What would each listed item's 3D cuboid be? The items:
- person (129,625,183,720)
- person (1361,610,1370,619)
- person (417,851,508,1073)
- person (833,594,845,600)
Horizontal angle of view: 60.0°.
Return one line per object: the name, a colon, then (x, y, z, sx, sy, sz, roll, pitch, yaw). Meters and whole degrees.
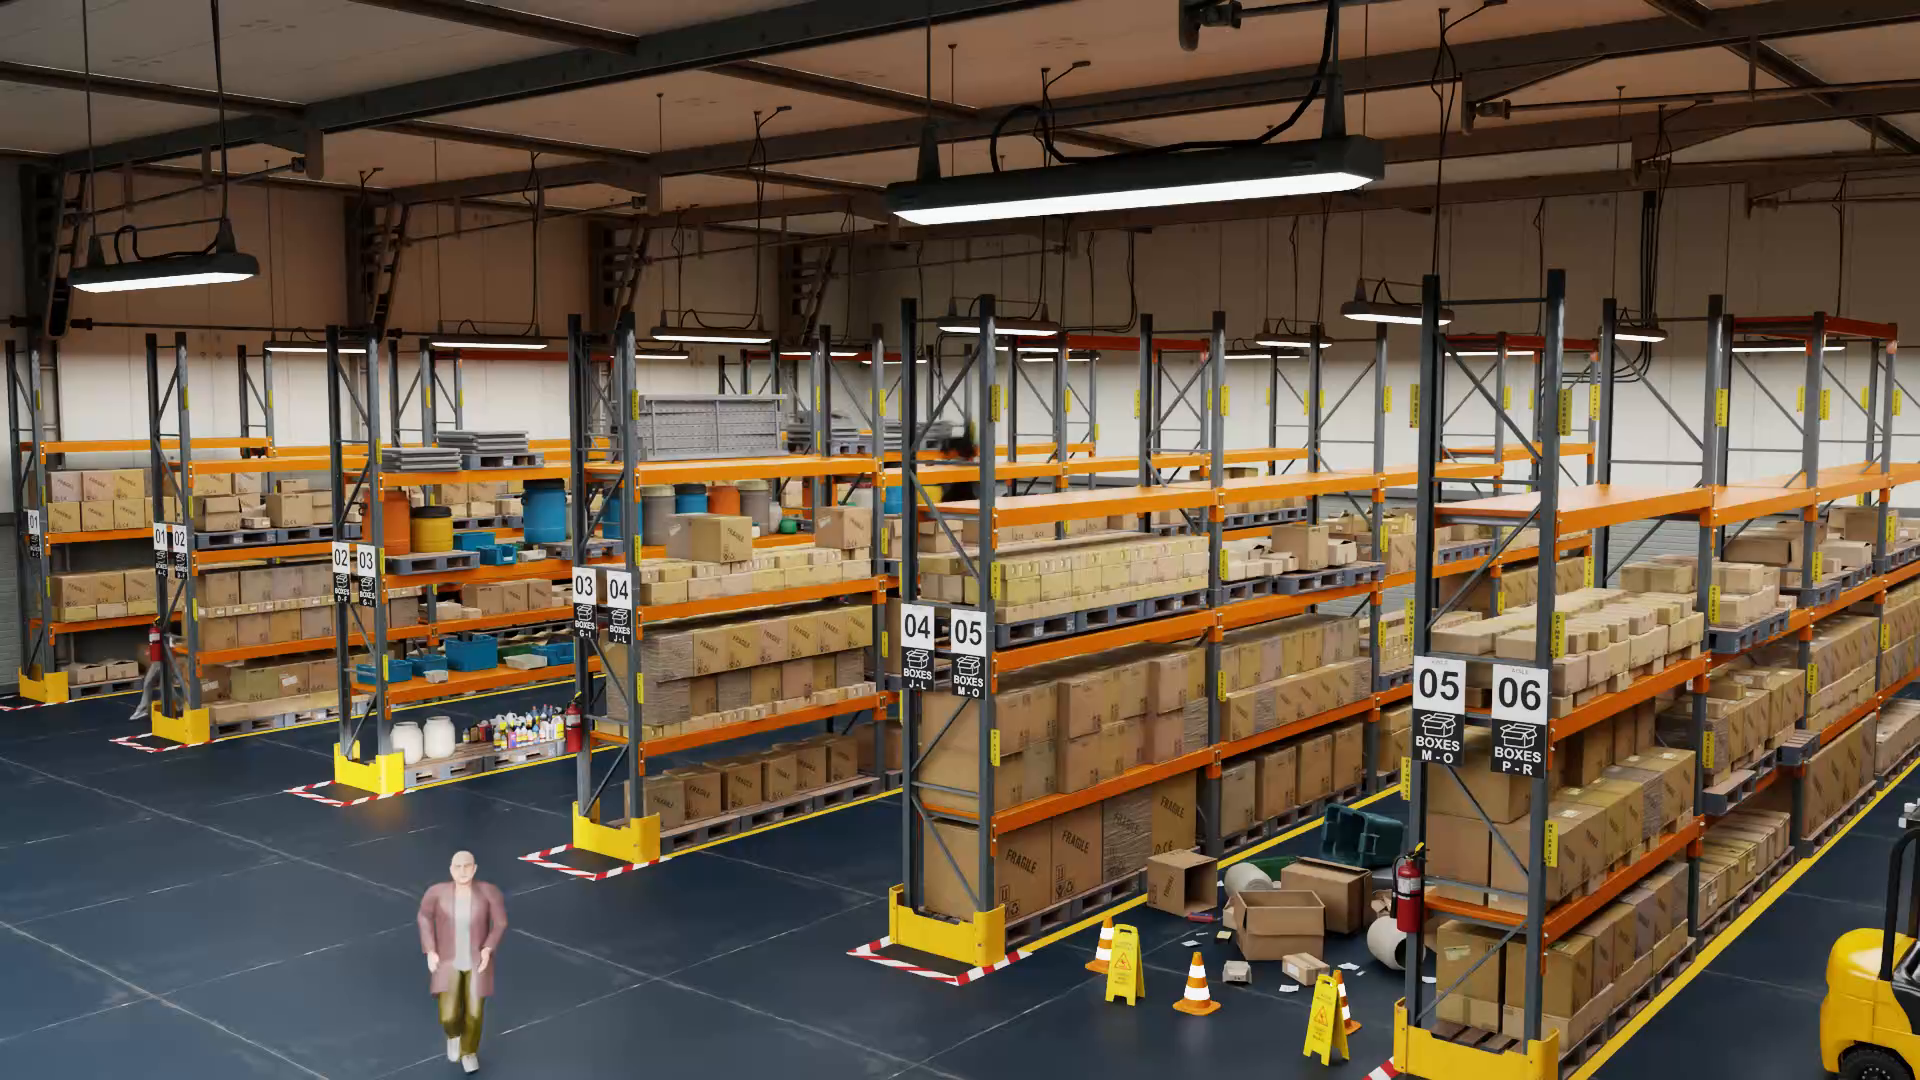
person: (-12.561, 2.004, 26.088, 0.551, 1.558, 0.871, 3, 6, 31)
person: (6.513, 1.956, 26.342, 0.864, 1.712, 0.602, -5, 7, -42)
person: (-3.741, 3.187, 12.531, 0.660, 1.715, 0.653, -1, 5, -16)
person: (-2.447, 1.385, 32.637, 0.635, 1.770, 0.756, 4, 6, 35)
